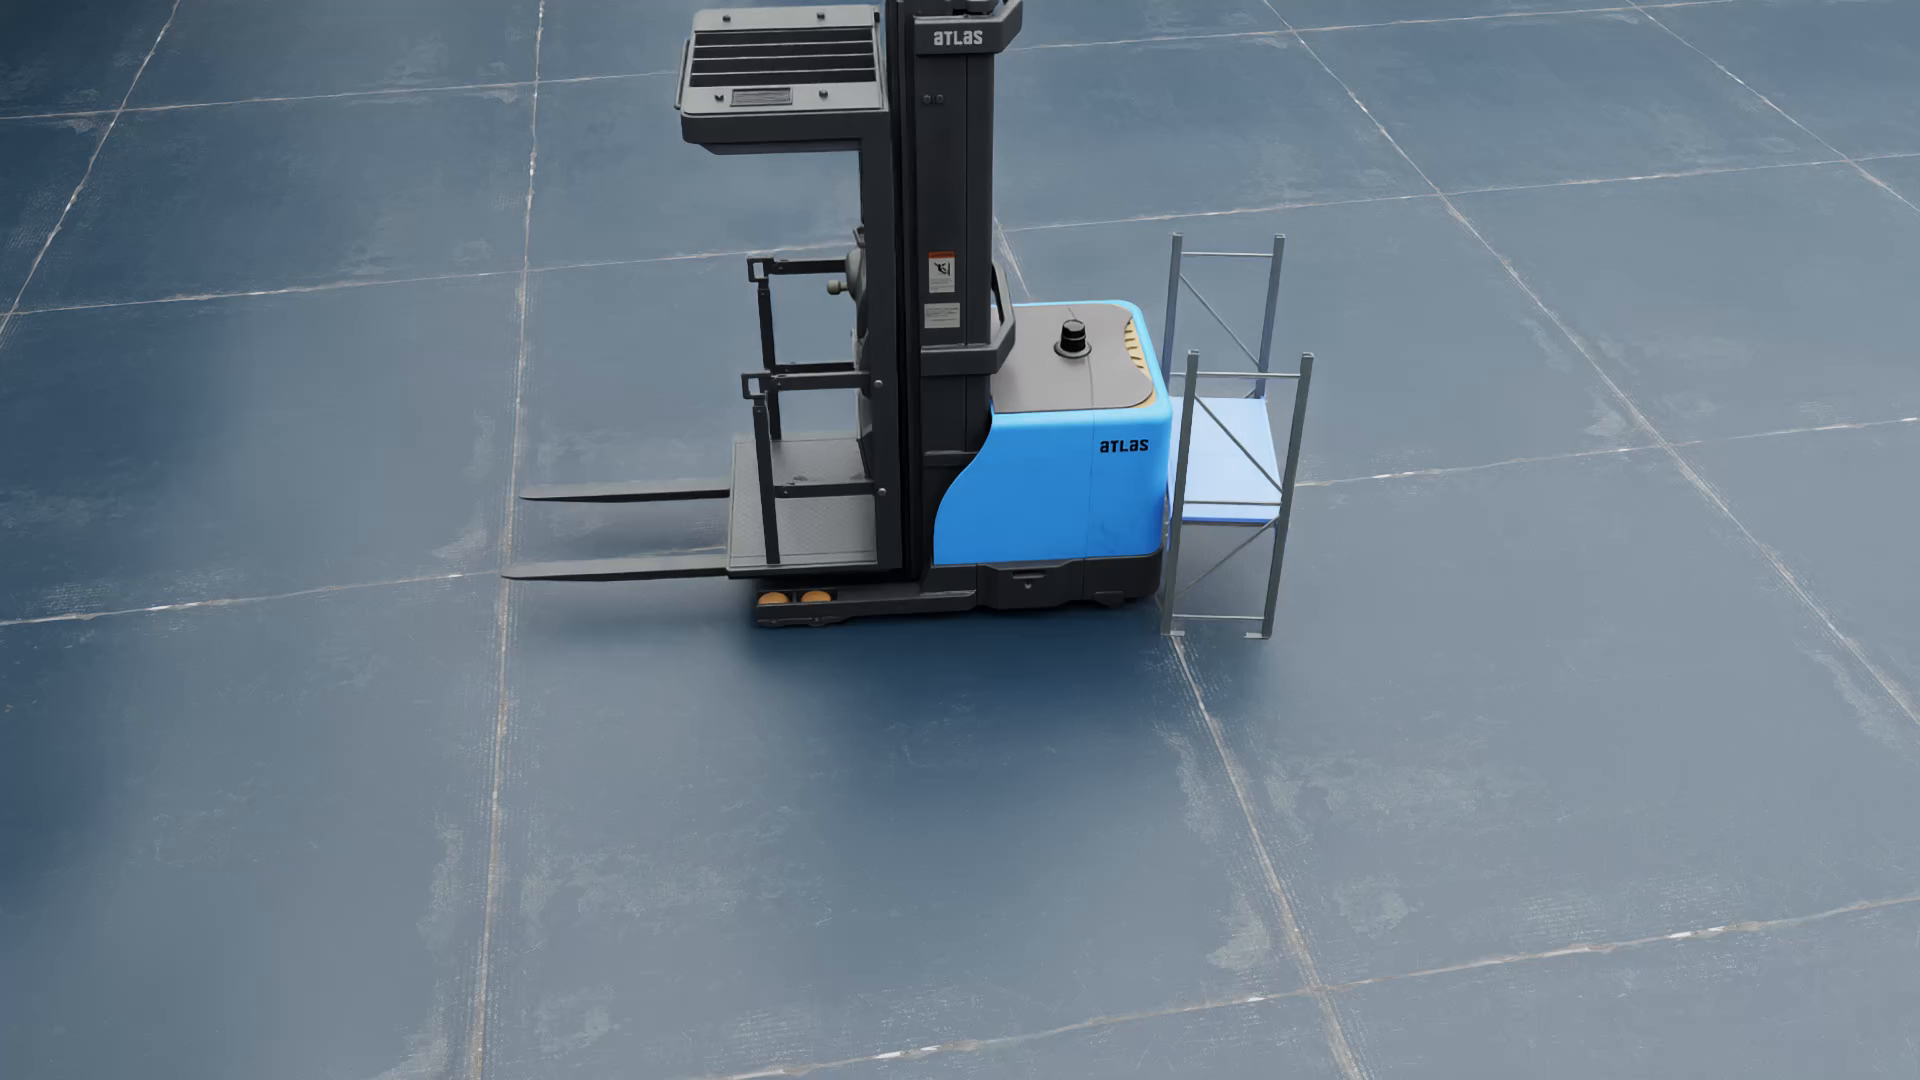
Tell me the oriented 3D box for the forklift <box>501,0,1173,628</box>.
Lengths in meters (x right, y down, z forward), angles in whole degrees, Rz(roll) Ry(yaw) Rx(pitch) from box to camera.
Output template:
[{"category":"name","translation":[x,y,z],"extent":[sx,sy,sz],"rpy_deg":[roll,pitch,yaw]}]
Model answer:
[{"category":"forklift","translation":[-0.609,-1.090,7.164],"extent":[3.031,2.935,1.130],"rpy_deg":[-3,38,-3]}]

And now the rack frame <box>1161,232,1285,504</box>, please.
[{"category":"rack frame","translation":[1.209,-0.780,7.931],"extent":[0.500,1.500,0.032],"rpy_deg":[1,38,2]}]

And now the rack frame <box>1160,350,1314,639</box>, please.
[{"category":"rack frame","translation":[1.166,-0.156,7.129],"extent":[0.500,1.500,0.032],"rpy_deg":[1,38,2]}]

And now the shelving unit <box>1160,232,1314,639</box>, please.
[{"category":"shelving unit","translation":[1.187,-0.468,7.530],"extent":[0.538,1.500,1.048],"rpy_deg":[1,38,2]}]

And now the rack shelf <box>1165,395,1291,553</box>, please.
[{"category":"rack shelf","translation":[1.187,-0.326,7.640],"extent":[0.538,0.185,1.000],"rpy_deg":[1,38,2]}]
